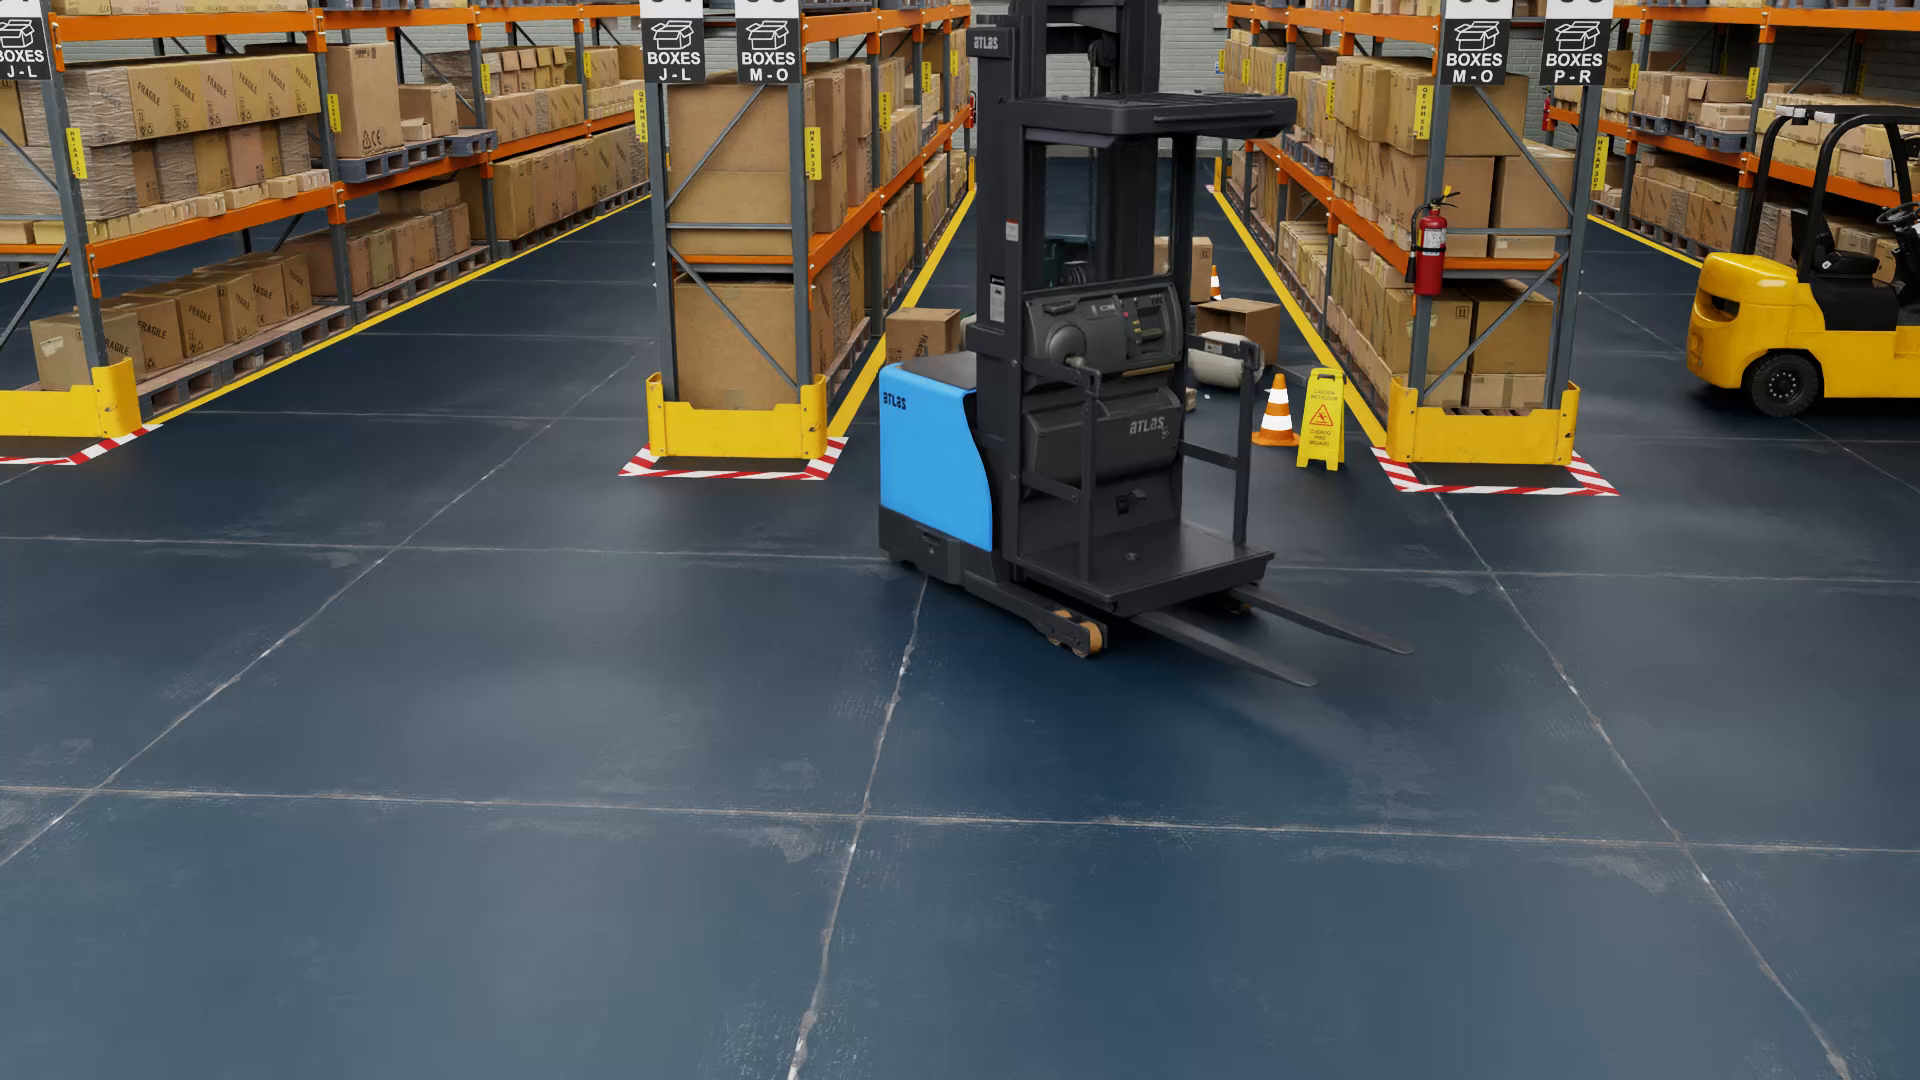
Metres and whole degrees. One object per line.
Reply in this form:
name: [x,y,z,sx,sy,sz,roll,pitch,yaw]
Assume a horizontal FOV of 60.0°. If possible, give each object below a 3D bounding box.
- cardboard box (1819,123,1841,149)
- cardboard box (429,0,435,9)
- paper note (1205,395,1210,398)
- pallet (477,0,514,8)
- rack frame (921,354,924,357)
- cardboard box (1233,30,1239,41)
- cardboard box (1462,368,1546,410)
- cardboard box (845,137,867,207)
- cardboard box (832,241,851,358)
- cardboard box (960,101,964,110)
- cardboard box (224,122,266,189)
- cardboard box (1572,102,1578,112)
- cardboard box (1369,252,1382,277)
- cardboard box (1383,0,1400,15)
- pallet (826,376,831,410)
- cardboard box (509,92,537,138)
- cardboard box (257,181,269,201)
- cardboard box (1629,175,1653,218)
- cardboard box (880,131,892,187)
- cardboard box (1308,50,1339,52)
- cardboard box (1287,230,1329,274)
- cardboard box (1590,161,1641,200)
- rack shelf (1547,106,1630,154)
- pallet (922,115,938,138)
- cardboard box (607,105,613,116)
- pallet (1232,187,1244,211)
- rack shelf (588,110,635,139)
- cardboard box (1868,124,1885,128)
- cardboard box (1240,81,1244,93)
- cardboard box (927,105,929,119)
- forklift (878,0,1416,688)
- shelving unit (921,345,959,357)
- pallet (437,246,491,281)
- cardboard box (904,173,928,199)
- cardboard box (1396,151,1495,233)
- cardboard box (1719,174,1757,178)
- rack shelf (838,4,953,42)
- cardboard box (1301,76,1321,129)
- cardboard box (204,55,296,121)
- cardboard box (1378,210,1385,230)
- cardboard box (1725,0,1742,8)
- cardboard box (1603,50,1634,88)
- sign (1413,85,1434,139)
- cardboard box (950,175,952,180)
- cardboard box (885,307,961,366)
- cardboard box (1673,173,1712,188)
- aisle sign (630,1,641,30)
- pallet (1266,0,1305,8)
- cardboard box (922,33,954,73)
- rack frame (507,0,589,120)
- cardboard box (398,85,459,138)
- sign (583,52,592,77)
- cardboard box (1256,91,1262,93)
cardboard box: [8.597,-3.889,15.913,0.500,0.250,0.500,2,18,5]
cardboard box: [-5.709,-5.554,16.979,0.500,0.250,0.500,2,18,5]
paper note: [1.898,-1.102,12.770,0.032,0.001,0.123,1,18,4]
pallet: [-5.866,-6.200,19.013,1.213,0.211,1.003,2,18,6]
rack frame: [-0.114,-0.524,9.336,0.200,1.050,0.008,1,18,2]
cardboard box: [4.216,-7.410,24.412,0.380,0.149,0.250,1,18,2]
cardboard box: [3.785,-1.095,11.687,0.500,0.250,0.500,1,18,3]
cardboard box: [-1.237,-3.064,13.715,0.875,0.550,0.550,1,18,4]
cardboard box: [-1.382,-1.995,13.431,0.875,0.875,0.875,1,18,4]
cardboard box: [-0.140,-6.544,24.981,0.380,0.149,0.250,2,18,5]
cardboard box: [-6.246,-3.159,13.609,0.875,0.500,0.500,1,18,4]
cardboard box: [9.217,-6.362,24.425,0.380,0.149,0.250,2,18,6]
cardboard box: [3.250,-2.045,12.341,0.380,0.149,0.250,2,18,6]
cardboard box: [3.264,-3.858,11.967,0.380,0.149,0.250,1,18,3]
pallet: [-1.513,-0.961,12.018,1.003,0.211,1.213,1,18,4]
cardboard box: [-5.485,-5.175,20.238,0.500,0.500,0.500,1,18,3]
cardboard box: [-6.030,-2.919,13.919,0.380,0.149,0.250,1,18,4]
cardboard box: [9.004,-4.441,21.499,0.500,0.500,0.500,2,18,6]
cardboard box: [-0.900,-3.484,15.076,0.500,0.500,0.500,1,18,5]
cardboard box: [4.423,-5.584,19.879,0.500,0.500,0.500,2,18,5]
cardboard box: [3.930,-2.988,17.271,0.950,0.372,0.625,1,18,3]
cardboard box: [9.237,-5.054,23.369,0.700,0.500,0.500,1,18,2]
rack shelf: [9.407,-5.854,23.626,1.077,0.370,4.000,1,18,4]
pallet: [-0.818,-5.046,20.312,1.003,0.211,1.213,1,18,4]
cardboard box: [-5.165,-6.116,23.673,0.380,0.149,0.250,1,18,2]
pallet: [4.529,-4.973,24.262,1.003,0.211,1.213,1,18,4]
rack shelf: [-5.429,-6.185,24.636,1.077,0.370,4.000,1,18,4]
cardboard box: [8.450,-3.797,14.991,0.380,0.149,0.250,1,18,2]
cardboard box: [4.122,-6.041,22.883,0.500,0.500,0.500,1,18,3]
cardboard box: [-0.573,-5.228,20.291,0.380,0.149,0.250,1,18,2]
forklift: [0.826,-1.018,7.821,1.130,2.935,3.031,-13,22,-34]
shelving unit: [-0.109,-0.562,9.452,0.215,1.050,0.252,1,18,2]
pallet: [-5.917,-3.095,18.530,1.003,0.211,1.213,1,18,4]
cardboard box: [-0.628,-4.098,19.247,0.500,0.250,0.500,0,18,1]
cardboard box: [3.216,-2.321,11.050,0.500,0.500,0.500,1,18,3]
cardboard box: [9.474,-4.371,20.243,0.380,0.149,0.250,2,18,5]
rack shelf: [-0.776,-6.226,19.944,1.077,0.370,4.000,1,18,4]
cardboard box: [3.700,-4.369,16.625,0.500,0.500,0.500,2,18,5]
cardboard box: [-5.938,-3.784,13.909,0.500,0.500,0.500,1,18,4]
cardboard box: [3.287,-2.358,12.204,0.380,0.149,0.250,1,18,3]
cardboard box: [8.806,-6.007,18.363,0.500,0.250,0.500,1,18,4]
cardboard box: [9.142,-6.643,23.437,0.500,0.500,0.500,2,18,5]
sign: [2.900,-2.676,10.406,0.100,0.325,0.005,1,18,4]
cardboard box: [-0.312,-5.181,23.843,0.380,0.149,0.250,2,18,6]
cardboard box: [-0.294,-1.587,13.459,0.500,0.500,0.500,4,19,13]
cardboard box: [8.941,-4.382,20.277,0.380,0.149,0.250,2,18,6]
aisle sign: [-4.981,-8.399,26.062,0.394,0.787,0.004,1,18,4]
pallet: [4.019,-5.979,18.338,1.213,0.211,1.003,2,18,6]
cardboard box: [-0.357,-6.562,22.388,0.500,0.500,0.500,2,18,5]
rack frame: [-5.572,-5.905,22.628,1.000,3.000,0.127,1,18,4]
cardboard box: [-5.798,-4.566,17.705,0.700,0.500,0.500,4,19,12]
sign: [-5.031,-6.409,22.432,0.100,0.325,0.005,1,18,4]
cardboard box: [3.927,-5.401,20.528,0.500,0.250,0.500,2,18,5]
